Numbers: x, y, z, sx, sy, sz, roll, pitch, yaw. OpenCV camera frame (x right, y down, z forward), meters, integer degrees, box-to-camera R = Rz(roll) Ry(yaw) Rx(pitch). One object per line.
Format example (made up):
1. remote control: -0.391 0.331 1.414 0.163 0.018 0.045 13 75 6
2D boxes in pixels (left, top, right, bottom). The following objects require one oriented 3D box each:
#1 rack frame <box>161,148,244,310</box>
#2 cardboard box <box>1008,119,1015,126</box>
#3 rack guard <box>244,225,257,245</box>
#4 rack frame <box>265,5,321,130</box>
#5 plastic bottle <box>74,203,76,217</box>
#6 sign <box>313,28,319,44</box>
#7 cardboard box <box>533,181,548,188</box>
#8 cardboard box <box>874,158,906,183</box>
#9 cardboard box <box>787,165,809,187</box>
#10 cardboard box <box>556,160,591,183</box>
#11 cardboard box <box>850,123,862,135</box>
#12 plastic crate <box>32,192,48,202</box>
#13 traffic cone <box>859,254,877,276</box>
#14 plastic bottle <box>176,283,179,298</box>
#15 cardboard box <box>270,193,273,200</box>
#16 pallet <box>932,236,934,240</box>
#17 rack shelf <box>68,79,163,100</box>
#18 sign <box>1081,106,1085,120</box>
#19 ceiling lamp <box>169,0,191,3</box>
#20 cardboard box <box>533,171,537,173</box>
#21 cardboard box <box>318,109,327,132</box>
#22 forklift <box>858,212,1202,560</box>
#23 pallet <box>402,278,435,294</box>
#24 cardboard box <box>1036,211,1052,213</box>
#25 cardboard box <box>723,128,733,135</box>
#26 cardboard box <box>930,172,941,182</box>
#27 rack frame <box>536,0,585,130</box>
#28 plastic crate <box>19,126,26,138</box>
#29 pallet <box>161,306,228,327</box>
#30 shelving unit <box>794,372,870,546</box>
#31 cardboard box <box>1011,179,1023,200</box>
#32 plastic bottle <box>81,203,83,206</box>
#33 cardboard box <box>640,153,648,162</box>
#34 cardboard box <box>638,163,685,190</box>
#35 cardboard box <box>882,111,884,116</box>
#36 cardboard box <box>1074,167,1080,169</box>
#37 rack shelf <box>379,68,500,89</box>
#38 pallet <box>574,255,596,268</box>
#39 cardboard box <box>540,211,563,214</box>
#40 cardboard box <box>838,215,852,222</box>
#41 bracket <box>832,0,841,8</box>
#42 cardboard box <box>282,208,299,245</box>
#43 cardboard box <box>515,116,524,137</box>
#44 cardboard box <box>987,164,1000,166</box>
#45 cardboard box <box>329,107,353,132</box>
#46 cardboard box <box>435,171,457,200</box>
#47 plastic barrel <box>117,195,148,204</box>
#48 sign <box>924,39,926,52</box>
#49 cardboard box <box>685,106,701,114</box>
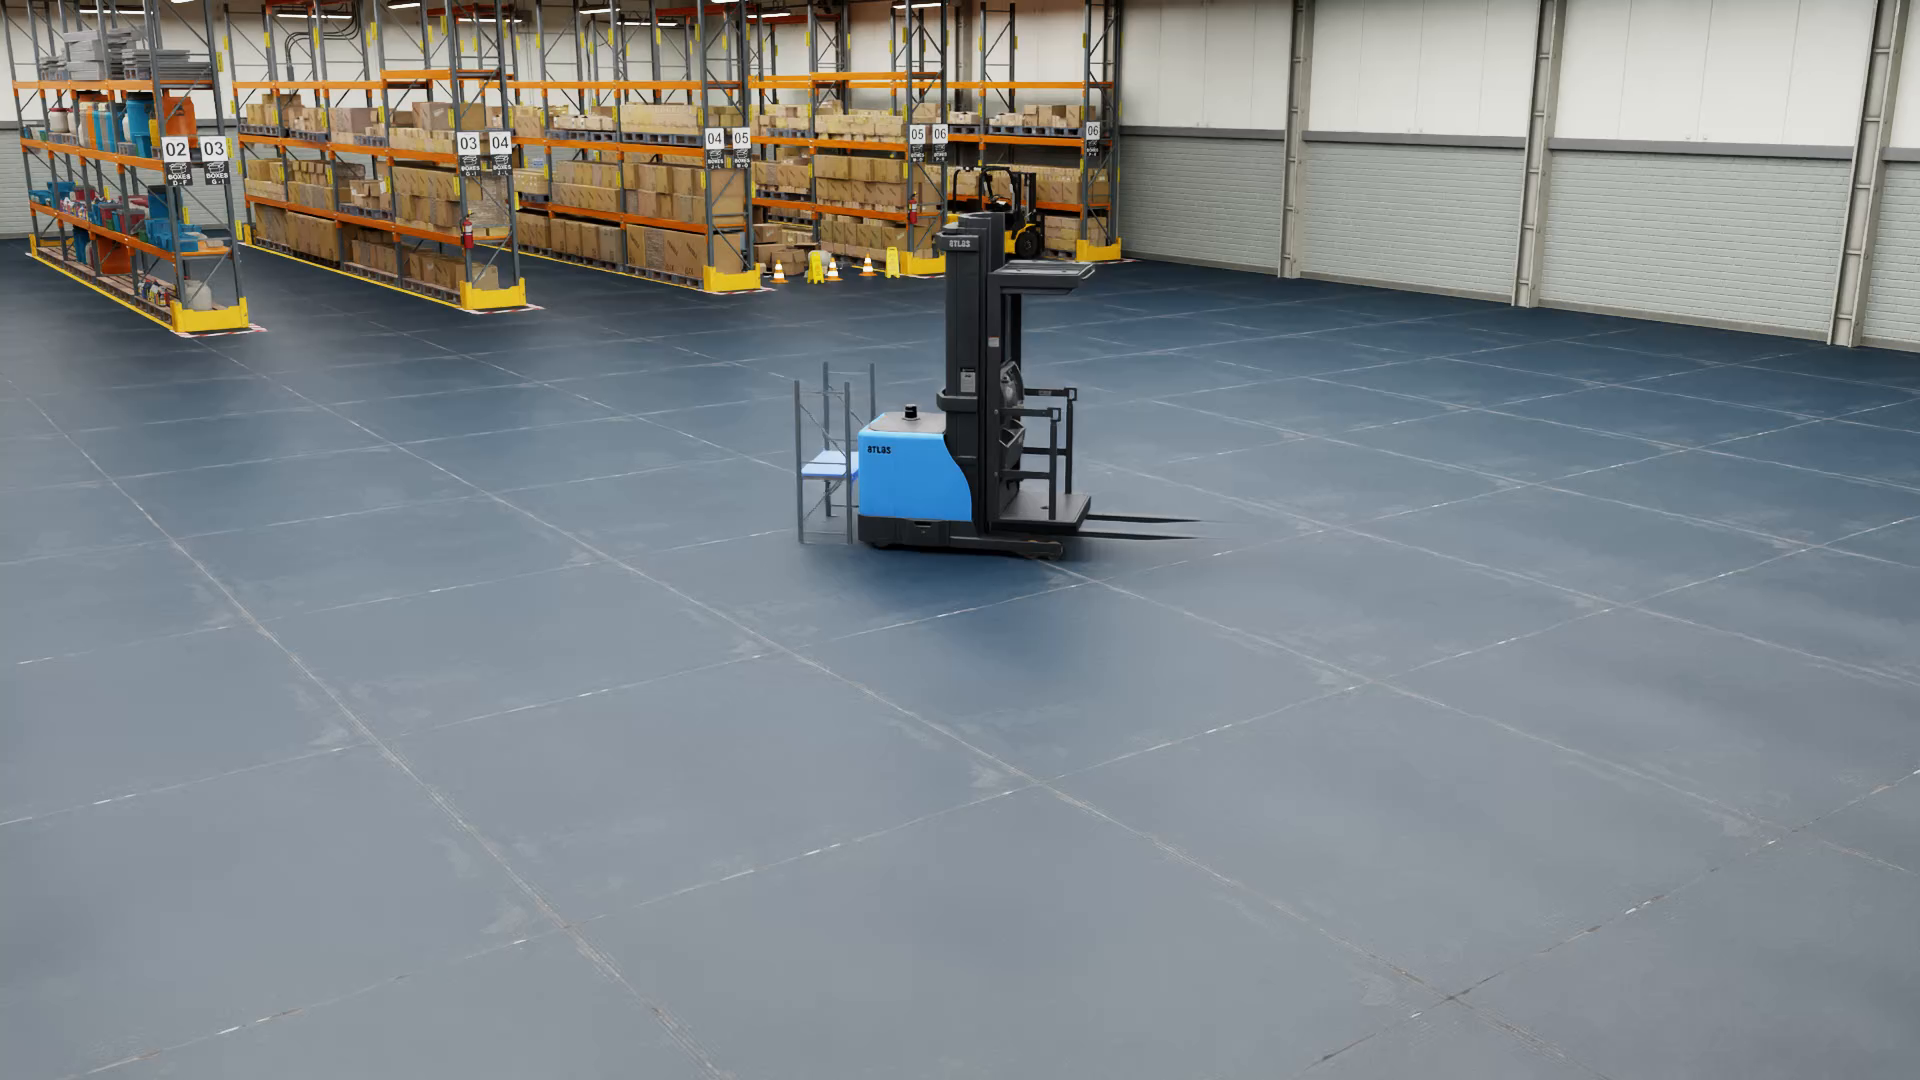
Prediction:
1. rack frame: -12.741 -5.061 28.061 1.000 3.000 0.127 -11 19 -35
2. cardboard box: 1.412 -10.263 40.875 0.380 0.149 0.250 -10 18 -33
3. rack guard: -18.156 -8.046 43.701 1.175 0.500 0.348 -11 19 -35
4. rack frame: -15.790 -11.286 39.440 1.000 3.000 0.127 -11 19 -35
5. plastic bottle: -18.887 -7.046 35.531 0.061 0.283 0.133 -11 19 -35
6. sign: -13.885 -10.872 35.857 0.100 0.325 0.005 -11 19 -35
7. cardboard box: -10.026 -8.546 39.911 0.380 0.149 0.250 -10 18 -33
8. cardboard box: -7.099 -9.777 40.750 5.147 1.500 13.602 -11 19 -34
9. cardboard box: -3.820 -8.785 40.119 0.500 0.500 0.500 -11 19 -34
10. cardboard box: -9.111 -8.720 39.344 0.700 0.500 0.500 -11 19 -35
11. cardboard box: -2.140 -9.279 37.508 0.500 0.250 0.500 -11 19 -34
12. plastic crate: -21.883 -8.182 39.665 0.416 0.233 0.300 -11 19 -35
13. traffic cone: -2.015 -6.036 36.428 0.336 0.463 0.334 -11 19 -35
14. plastic bottle: -14.473 -4.652 30.891 0.152 0.276 0.135 -11 19 -35
15. cardboard box: -16.840 -8.505 41.120 0.380 0.149 0.250 -10 18 -34
16. pallet: -0.957 -8.321 45.253 1.003 0.211 1.213 -11 19 -35
17. rack shelf: -16.269 -8.696 32.098 1.077 0.370 4.000 -11 19 -35
18. sign: 2.847 -9.894 38.508 0.100 0.325 0.005 -11 19 -35
19. ceiling lamp: -17.042 -13.589 36.797 0.800 3.185 2.000 -11 19 -35
20. cardboard box: -10.400 -9.118 41.436 0.380 0.149 0.250 -11 19 -35
21. cardboard box: -13.855 -9.357 37.081 0.797 0.503 0.637 -10 18 -31
22. forklift: 0.649 -1.388 14.770 3.031 2.935 1.130 3 16 11
23. pallet: -10.663 -5.201 33.854 1.003 0.211 1.213 -11 19 -35
24. cardboard box: 1.985 -8.061 41.541 0.500 0.250 0.500 -11 19 -34
25. cardboard box: -4.605 -8.278 33.621 0.380 0.149 0.250 -11 19 -34
26. cardboard box: -0.439 -9.557 43.824 0.500 0.250 0.500 -11 19 -34
27. rack frame: -9.367 -11.180 39.053 1.000 3.000 0.127 -11 19 -35
28. plastic crate: -22.148 -9.736 39.706 0.497 0.269 0.590 -11 19 -35
29. pallet: -13.297 -3.900 29.098 1.003 0.211 1.213 -11 19 -35
30. shelving unit: -1.137 -0.816 15.389 0.500 1.500 1.039 3 16 9
31. cardboard box: 1.610 -8.690 41.129 0.500 0.500 0.500 -11 19 -35
32. plastic bottle: -18.875 -7.108 35.783 0.097 0.271 0.097 0 15 0
33. cardboard box: -8.567 -10.629 46.319 0.500 0.500 0.500 -11 19 -35
34. cardboard box: -6.409 -7.842 35.891 0.875 0.550 0.550 -11 19 -35
35. cardboard box: -1.920 -11.658 45.447 0.380 0.149 0.250 -12 19 -36
36. cardboard box: 2.843 -8.920 40.175 0.380 0.149 0.250 -11 19 -34
37. rack shelf: -9.911 -8.802 31.733 1.077 0.370 4.000 -11 19 -35
38. pallet: -8.251 -6.501 38.604 1.003 0.211 1.213 -11 19 -35
39. cardboard box: -10.155 -8.046 41.485 0.500 0.250 0.500 -11 19 -34
40. cardboard box: -2.613 -7.460 38.588 0.380 0.149 0.250 -10 18 -32
41. bracket: -3.485 -15.477 47.932 0.235 0.232 0.430 -11 19 -35
42. cardboard box: -16.114 -7.724 41.017 0.875 0.875 0.875 -11 19 -35
43. cardboard box: -10.504 -10.076 40.512 0.500 0.500 0.500 -11 19 -35
44. cardboard box: 0.890 -9.384 41.873 0.380 0.149 0.250 -10 18 -33
45. cardboard box: -13.370 -9.134 36.123 0.500 0.500 0.500 -11 19 -34
46. cardboard box: -9.557 -6.689 31.361 0.500 0.500 0.500 -11 19 -35
47. plastic barrel: -16.927 -6.783 34.094 0.600 0.536 0.708 -11 19 -35
48. sign: -0.963 -13.355 44.930 0.100 0.325 0.005 -11 19 -35
49. cardboard box: -5.281 -8.612 33.333 0.380 0.149 0.250 -11 19 -34
